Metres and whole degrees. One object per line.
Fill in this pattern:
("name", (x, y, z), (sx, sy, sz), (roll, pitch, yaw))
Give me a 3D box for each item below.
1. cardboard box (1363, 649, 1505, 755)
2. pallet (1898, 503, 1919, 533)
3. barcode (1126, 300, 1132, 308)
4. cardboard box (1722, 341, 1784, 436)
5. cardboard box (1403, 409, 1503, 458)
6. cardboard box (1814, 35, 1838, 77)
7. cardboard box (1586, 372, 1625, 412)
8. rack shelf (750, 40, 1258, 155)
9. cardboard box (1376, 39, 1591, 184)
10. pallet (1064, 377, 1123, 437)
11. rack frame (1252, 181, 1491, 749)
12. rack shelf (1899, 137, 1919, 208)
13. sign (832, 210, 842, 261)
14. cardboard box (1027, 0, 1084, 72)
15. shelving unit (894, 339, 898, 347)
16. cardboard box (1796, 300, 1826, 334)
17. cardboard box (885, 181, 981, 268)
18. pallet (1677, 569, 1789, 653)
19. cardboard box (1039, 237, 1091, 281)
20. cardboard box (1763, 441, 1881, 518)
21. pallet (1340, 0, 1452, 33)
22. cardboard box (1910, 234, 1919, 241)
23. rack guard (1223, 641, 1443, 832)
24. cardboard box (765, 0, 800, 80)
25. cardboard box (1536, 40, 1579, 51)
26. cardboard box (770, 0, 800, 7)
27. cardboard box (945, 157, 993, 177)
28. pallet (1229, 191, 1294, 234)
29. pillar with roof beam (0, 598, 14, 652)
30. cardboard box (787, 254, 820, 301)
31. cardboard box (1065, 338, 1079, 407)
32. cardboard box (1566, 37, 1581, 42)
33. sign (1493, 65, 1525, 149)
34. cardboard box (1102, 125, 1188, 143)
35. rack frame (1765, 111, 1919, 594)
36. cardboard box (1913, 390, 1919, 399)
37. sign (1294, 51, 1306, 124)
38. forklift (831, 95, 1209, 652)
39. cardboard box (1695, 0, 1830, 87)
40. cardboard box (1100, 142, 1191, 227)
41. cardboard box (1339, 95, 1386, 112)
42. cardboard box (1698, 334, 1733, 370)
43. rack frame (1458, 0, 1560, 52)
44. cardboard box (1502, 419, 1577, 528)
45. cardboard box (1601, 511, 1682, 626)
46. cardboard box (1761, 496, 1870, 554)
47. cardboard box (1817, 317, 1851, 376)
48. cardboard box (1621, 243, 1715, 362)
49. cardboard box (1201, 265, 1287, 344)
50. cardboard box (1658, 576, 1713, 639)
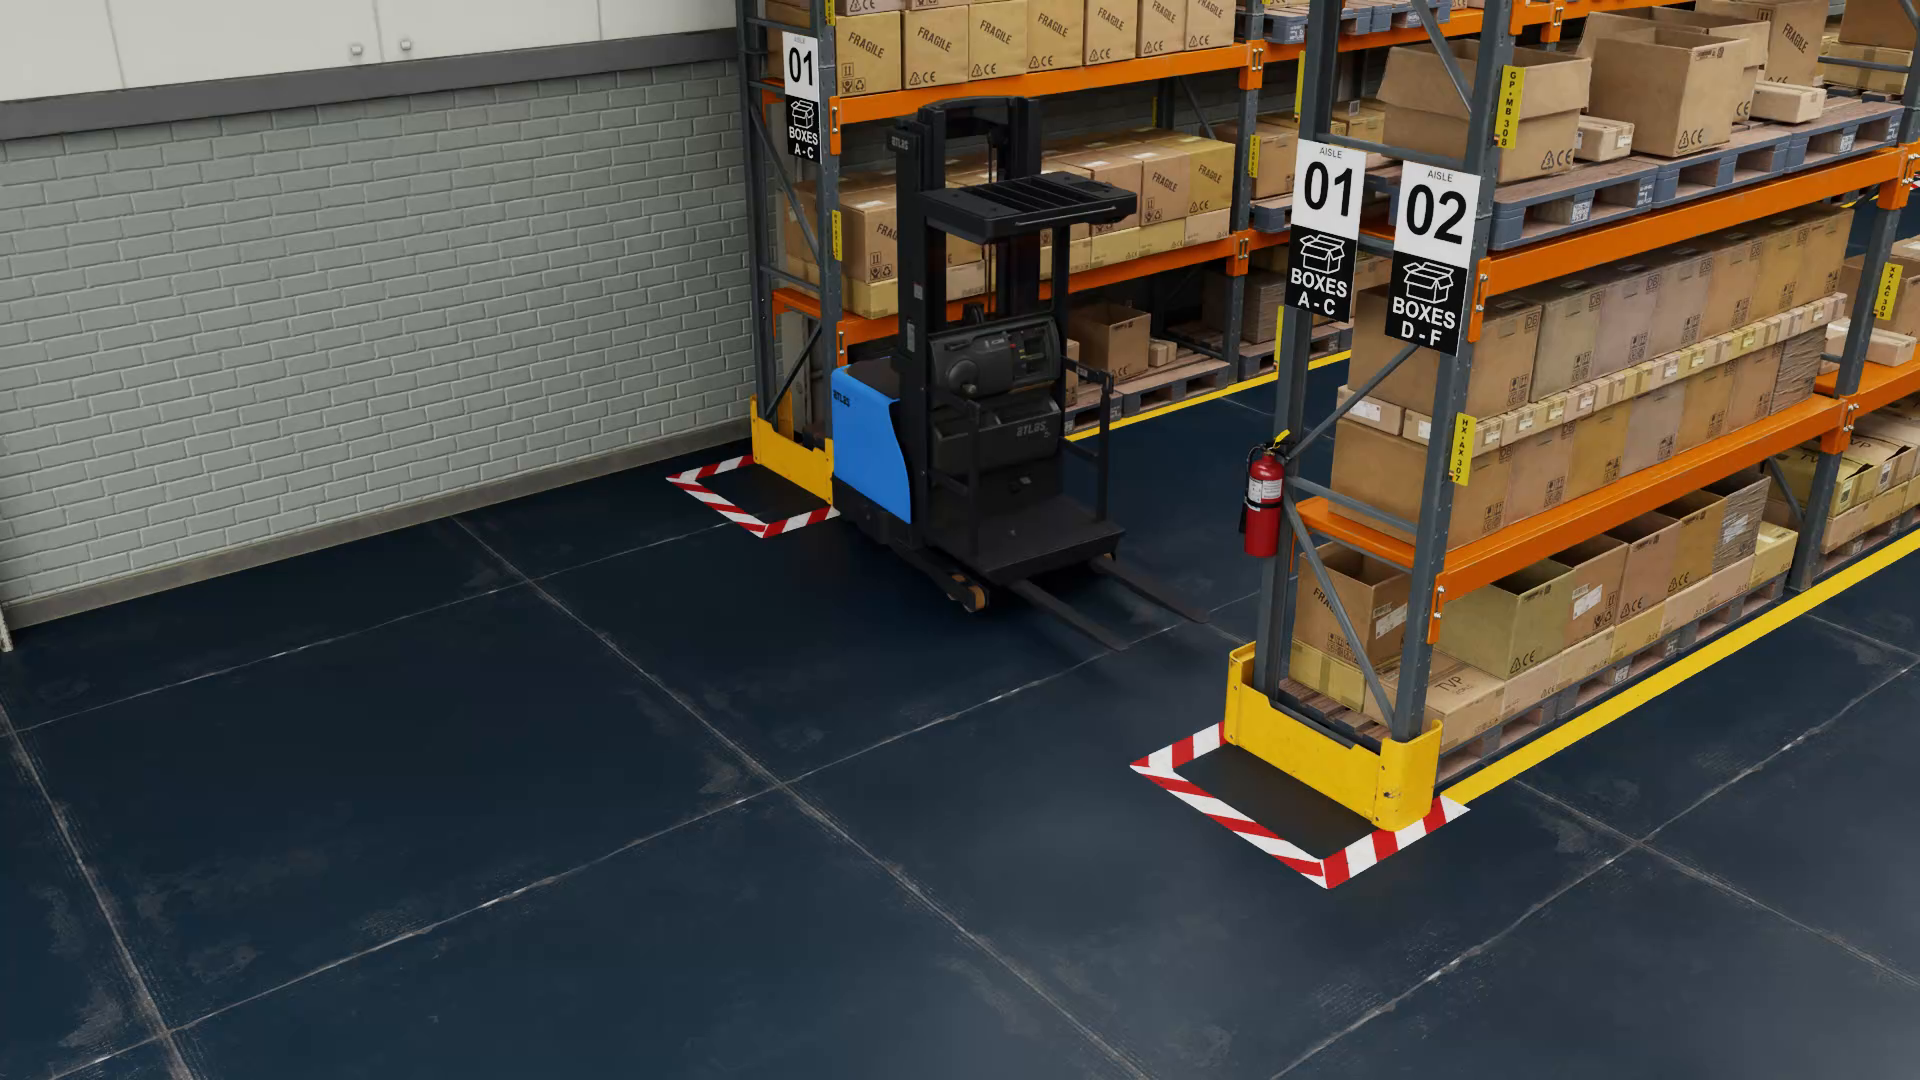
("cardboard box", (2.468, 0.829, 8.667), (0.500, 0.250, 0.500), (-18, 31, -34))
("pallet", (6.573, -0.459, 11.988), (1.213, 0.211, 1.003), (-18, 31, -34))
("barcode", (1.424, -1.991, 14.043), (0.075, 0.075, 0.001), (-18, 31, -34))
("cardboard box", (4.300, -0.990, 9.701), (0.500, 0.500, 0.700), (-19, 31, -35))
("cardboard box", (2.350, -0.532, 7.944), (0.250, 0.149, 0.380), (-19, 31, -34))
("cardboard box", (9.307, -5.378, 18.919), (0.700, 0.700, 0.980), (-19, 31, -35))
("cardboard box", (3.162, -0.801, 8.523), (0.250, 0.149, 0.380), (-19, 31, -36))
("rack shelf", (0.423, -3.356, 12.209), (4.000, 0.370, 1.077), (-18, 31, -34))
("cardboard box", (2.363, -1.971, 7.583), (0.637, 0.503, 0.797), (-16, 29, -31))
("pallet", (0.529, -1.071, 13.307), (1.213, 0.211, 1.003), (-18, 31, -34))
("rack frame", (1.909, -0.162, 8.035), (0.127, 3.000, 1.000), (-18, 31, -34))
("rack shelf", (6.630, -2.755, 10.914), (4.000, 0.370, 1.077), (-18, 31, -34))
("sign", (-0.816, -2.015, 11.000), (0.005, 0.325, 0.100), (-18, 31, -34))
("cardboard box", (0.526, -3.631, 11.805), (0.500, 0.500, 0.500), (-16, 29, -31))
("shelving unit", (-0.222, -0.954, 12.000), (0.252, 1.050, 0.215), (-17, 15, -27))
("cardboard box", (4.779, -1.335, 9.675), (0.250, 0.149, 0.380), (-19, 31, -35))
("cardboard box", (-0.195, -2.233, 11.761), (0.500, 0.500, 0.500), (-18, 30, -34))
("pallet", (4.405, 0.257, 10.446), (1.213, 0.211, 1.003), (-18, 31, -34))
("cardboard box", (0.632, -2.165, 12.506), (0.500, 0.250, 0.500), (-18, 30, -34))
("cardboard box", (5.535, -0.423, 10.700), (0.500, 0.311, 0.500), (-18, 30, -34))
("pallet", (3.362, -4.512, 14.068), (1.003, 0.211, 1.213), (-18, 31, -34))
("cardboard box", (6.894, -1.844, 11.541), (0.500, 0.500, 0.500), (-20, 32, -37))
("rack guard", (1.890, 0.978, 8.548), (0.348, 0.500, 1.175), (-18, 31, -34))
("cardboard box", (-0.979, -3.409, 11.327), (0.500, 0.500, 0.500), (-16, 29, -30))
("cardboard box", (6.157, -4.879, 16.812), (0.500, 0.250, 0.500), (-19, 31, -35))
("cardboard box", (-0.973, -3.869, 11.130), (0.500, 0.500, 0.500), (-17, 30, -32))
("cardboard box", (-0.105, -2.539, 12.421), (0.500, 0.500, 0.500), (-19, 31, -35))
("pallet", (2.688, -2.904, 14.172), (1.213, 0.211, 1.003), (-18, 31, -34))
("pillar with roof beam", (-3.199, -2.007, 4.884), (0.400, 9.000, 9.100), (-18, 31, -34))
("cardboard box", (-0.903, -1.929, 11.997), (0.500, 0.250, 0.500), (-18, 30, -33))
("cardboard box", (0.506, -1.340, 13.020), (0.500, 0.500, 0.700), (-21, 32, -37))
("cardboard box", (6.557, -5.011, 17.098), (0.500, 0.250, 0.500), (-19, 31, -35))
("sign", (2.246, -1.769, 6.804), (0.005, 0.325, 0.100), (-18, 31, -34))
("cardboard box", (1.498, -3.069, 13.564), (0.500, 0.500, 0.500), (-19, 31, -35))
("rack frame", (5.056, -1.201, 10.274), (0.127, 3.000, 1.000), (-18, 31, -34))
("cardboard box", (7.140, -0.953, 11.841), (0.500, 0.311, 0.500), (-18, 31, -34))
("sign", (1.585, -2.071, 7.629), (0.005, 0.325, 0.100), (-18, 31, -34))
("forklift", (0.345, -1.110, 10.160), (1.130, 2.935, 3.031), (-16, 29, -30))
("cardboard box", (4.497, -2.817, 9.410), (0.500, 0.500, 0.500), (-15, 29, -30))
("cardboard box", (1.426, -2.765, 12.909), (0.500, 0.500, 0.500), (-18, 31, -34))
("cardboard box", (3.814, -3.668, 14.950), (0.500, 0.500, 0.700), (-18, 31, -34))
("cardboard box", (3.974, -1.070, 9.102), (0.250, 0.149, 0.380), (-17, 30, -33))
("rack frame", (5.144, -3.880, 16.047), (0.127, 3.000, 1.000), (-18, 31, -34))
("cardboard box", (2.694, -0.462, 8.564), (0.500, 0.500, 0.700), (-17, 30, -33))
("cardboard box", (3.650, 0.100, 9.347), (0.500, 0.500, 0.500), (-18, 31, -34))
("cardboard box", (5.527, -0.167, 10.814), (0.500, 0.250, 0.500), (-19, 31, -35))
("cardboard box", (5.417, -1.275, 10.613), (0.500, 0.250, 0.500), (-16, 29, -31))
("cardboard box", (3.526, -1.326, 8.885), (0.500, 0.500, 0.700), (-18, 31, -34))
("cardboard box", (2.566, -2.103, 14.666), (0.500, 0.500, 0.700), (-17, 30, -32))
("cardboard box", (4.042, 0.310, 9.786), (0.500, 0.250, 0.500), (-18, 31, -34))
